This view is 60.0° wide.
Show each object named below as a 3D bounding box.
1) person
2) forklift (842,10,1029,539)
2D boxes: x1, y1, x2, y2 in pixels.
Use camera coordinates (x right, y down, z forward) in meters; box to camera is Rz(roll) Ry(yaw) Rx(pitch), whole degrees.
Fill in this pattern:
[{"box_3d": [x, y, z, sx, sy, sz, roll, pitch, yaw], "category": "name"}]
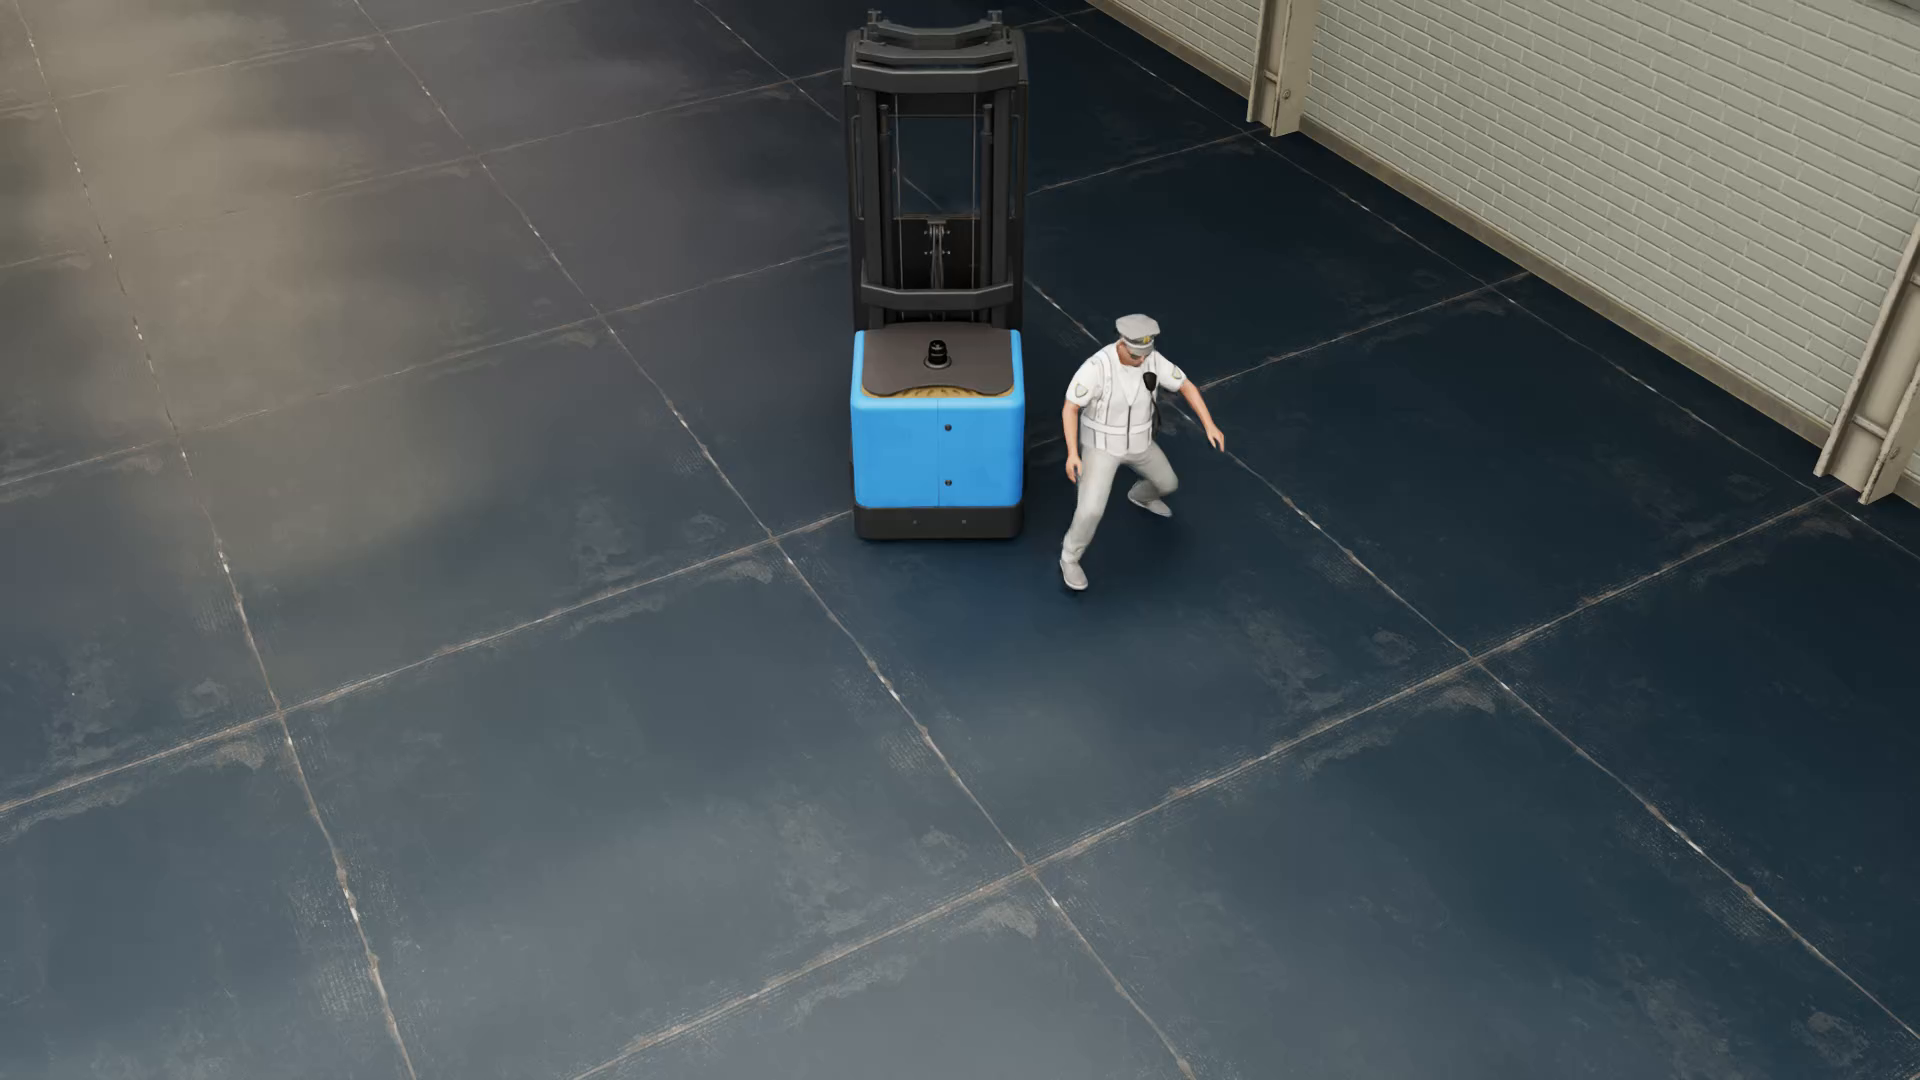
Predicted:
[{"box_3d": [1.015, -0.579, 9.829, 1.001, 1.626, 0.825, -12, 41, -14], "category": "person"}, {"box_3d": [-0.145, -2.049, 10.506, 1.130, 2.935, 3.031, 0, 40, -1], "category": "forklift"}]
